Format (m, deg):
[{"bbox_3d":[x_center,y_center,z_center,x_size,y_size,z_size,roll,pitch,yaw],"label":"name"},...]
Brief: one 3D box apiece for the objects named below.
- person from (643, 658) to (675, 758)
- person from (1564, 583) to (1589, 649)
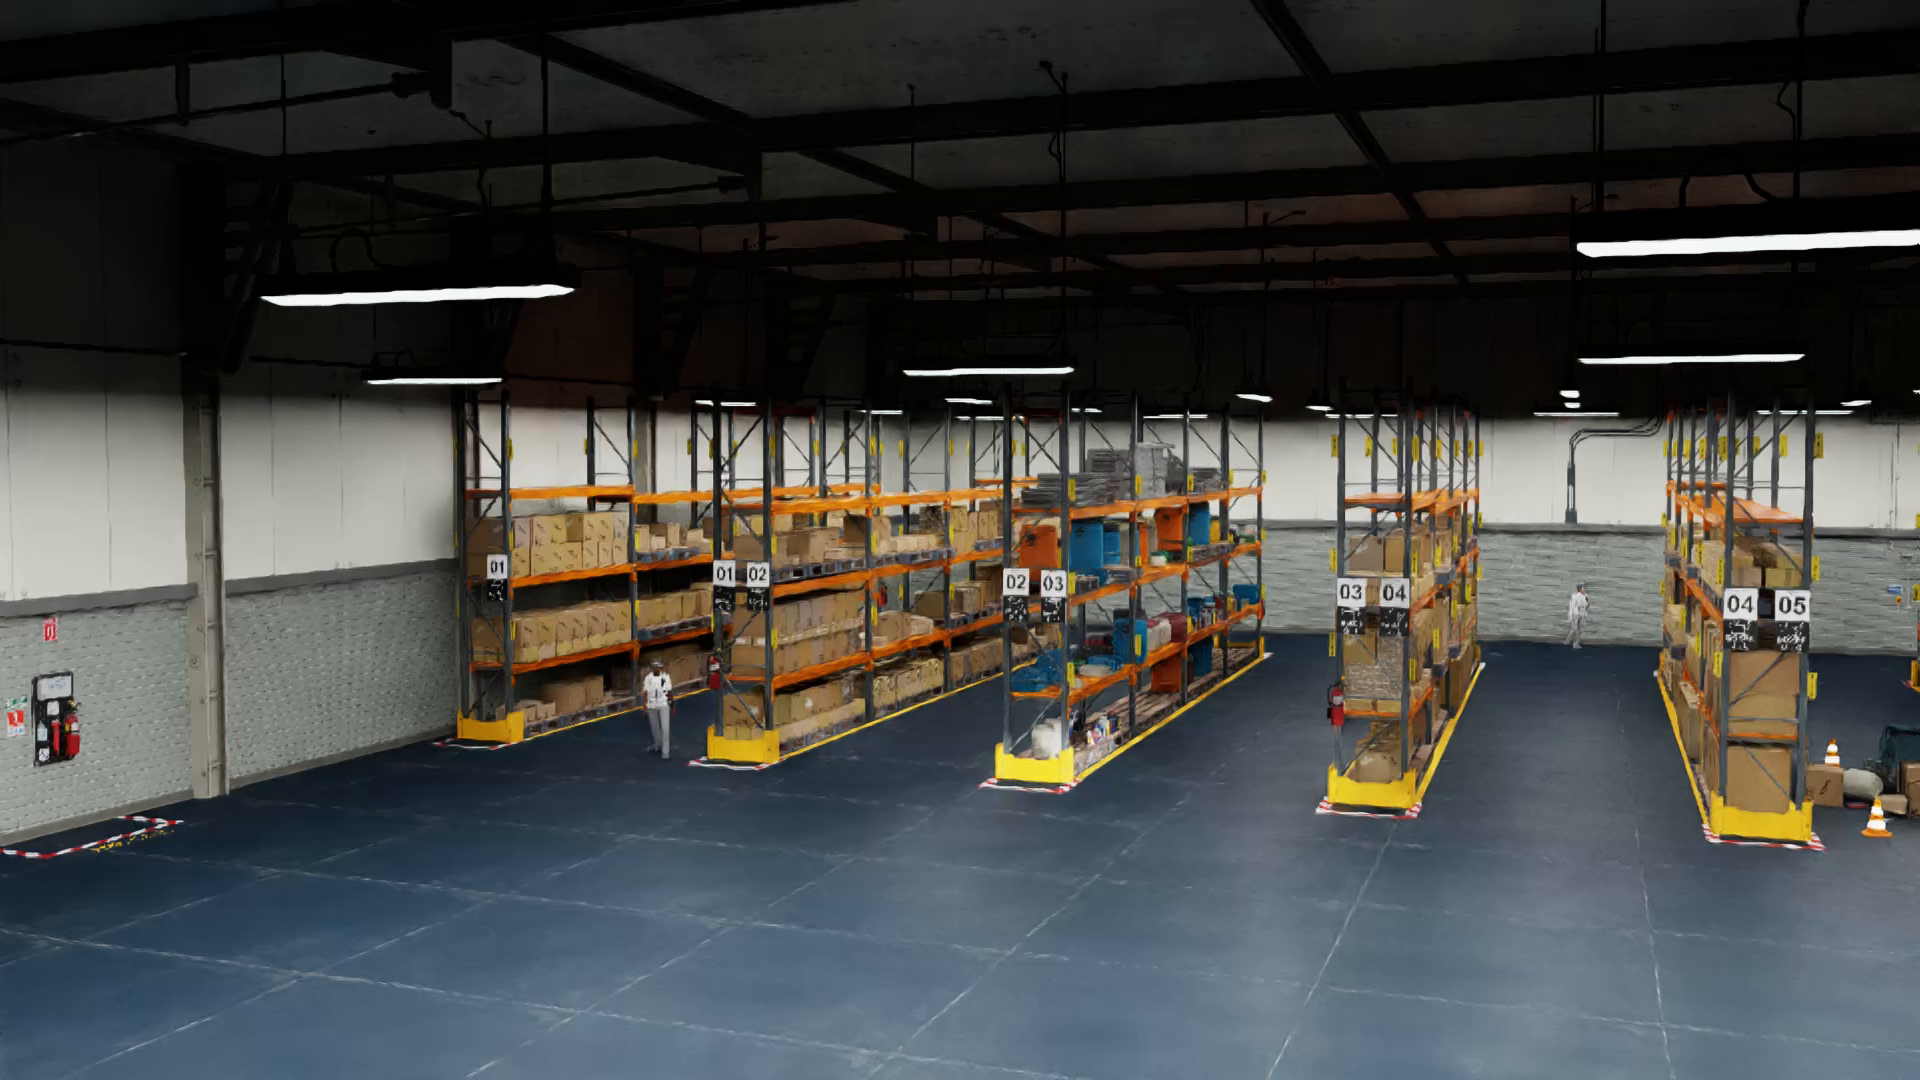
[{"bbox_3d":[-4.905,2.705,27.038,0.494,1.617,0.941,0,3,0],"label":"person"},{"bbox_3d":[15.429,1.881,41.606,0.537,1.670,0.516,-1,3,-16],"label":"person"}]
